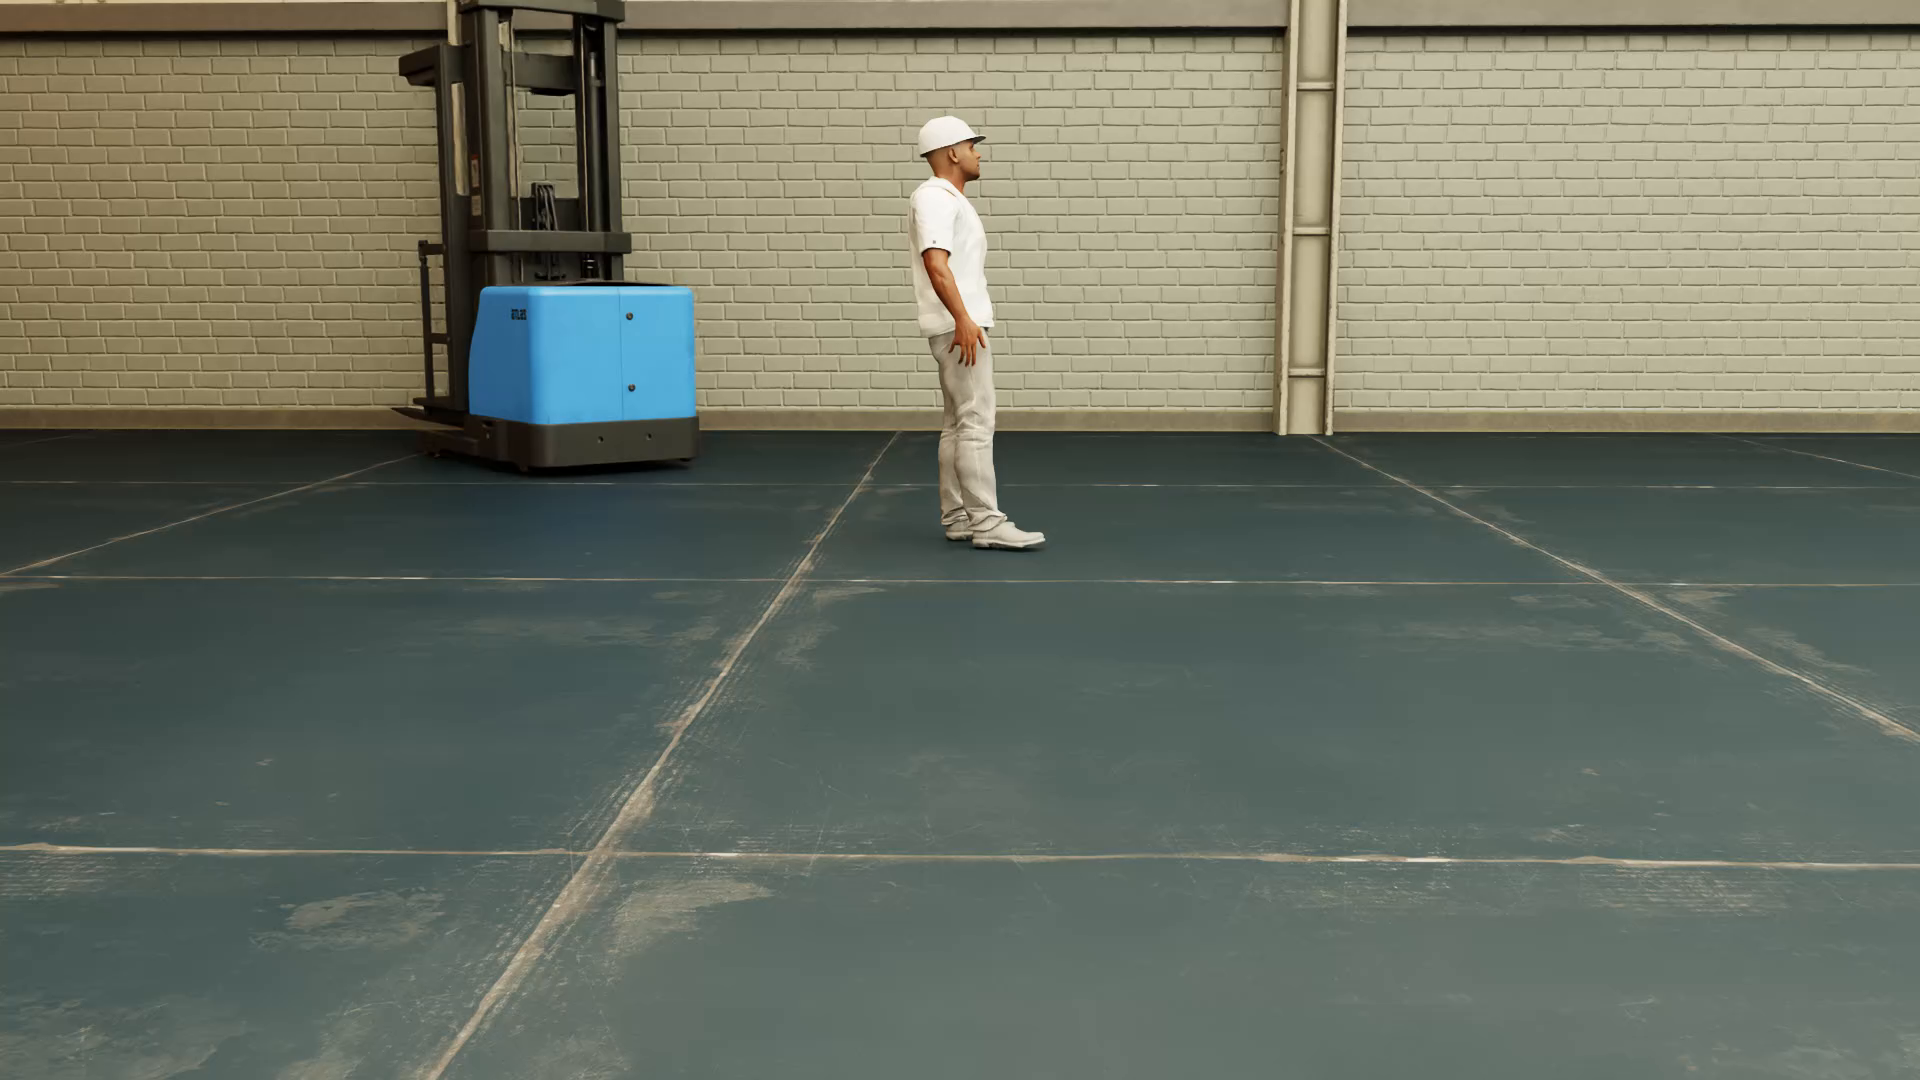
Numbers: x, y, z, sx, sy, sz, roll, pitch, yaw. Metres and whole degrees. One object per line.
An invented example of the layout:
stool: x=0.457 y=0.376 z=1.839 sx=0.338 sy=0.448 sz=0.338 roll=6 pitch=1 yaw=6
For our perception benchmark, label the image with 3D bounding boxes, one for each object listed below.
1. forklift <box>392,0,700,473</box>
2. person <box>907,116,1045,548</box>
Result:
forklift: x=-2.835 y=-2.008 z=10.567 sx=1.130 sy=2.935 sz=3.031 roll=-6 pitch=11 yaw=-36
person: x=0.070 y=-0.879 z=6.986 sx=0.575 sy=1.768 sz=0.666 roll=0 pitch=9 yaw=1
